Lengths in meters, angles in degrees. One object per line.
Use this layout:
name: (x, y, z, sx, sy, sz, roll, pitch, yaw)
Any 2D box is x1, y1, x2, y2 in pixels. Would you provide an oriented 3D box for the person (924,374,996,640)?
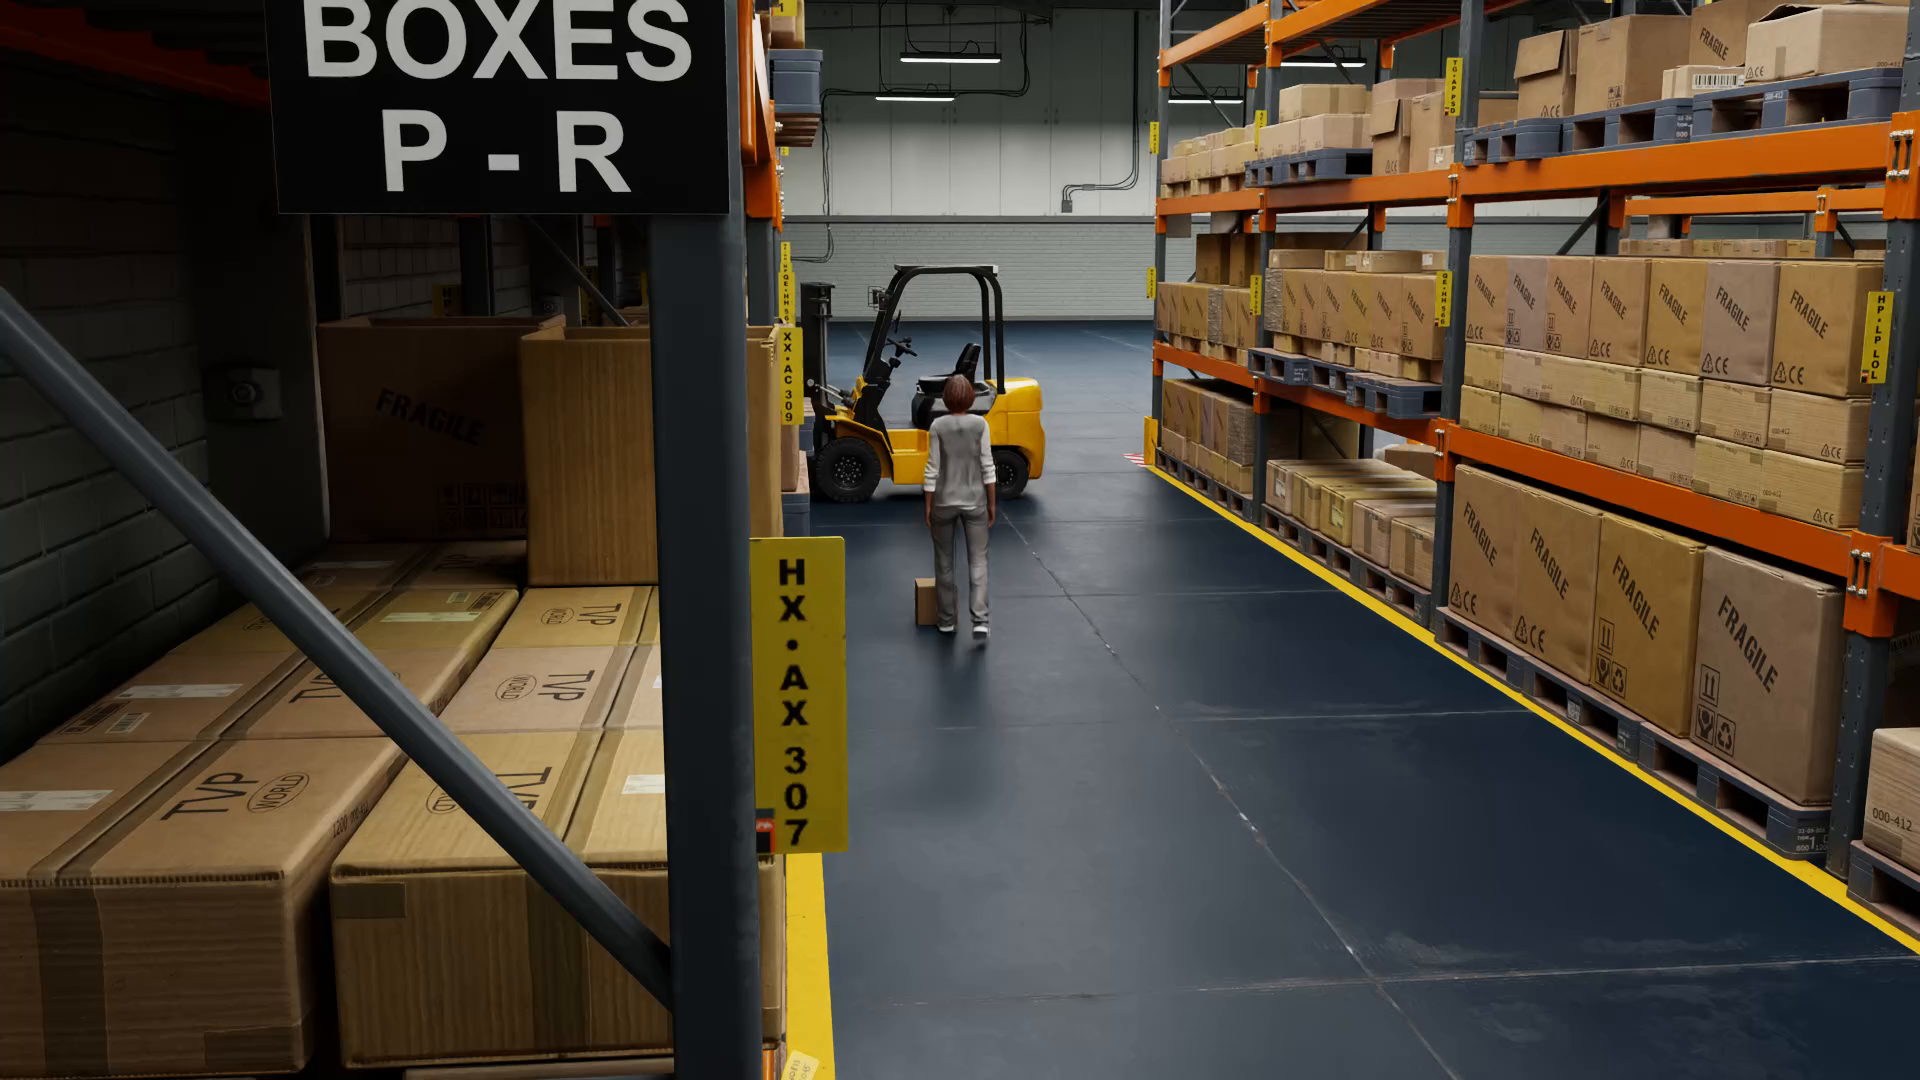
person: (-0.005, -0.152, 10.022, 0.433, 1.488, 0.639, -1, 10, -5)
